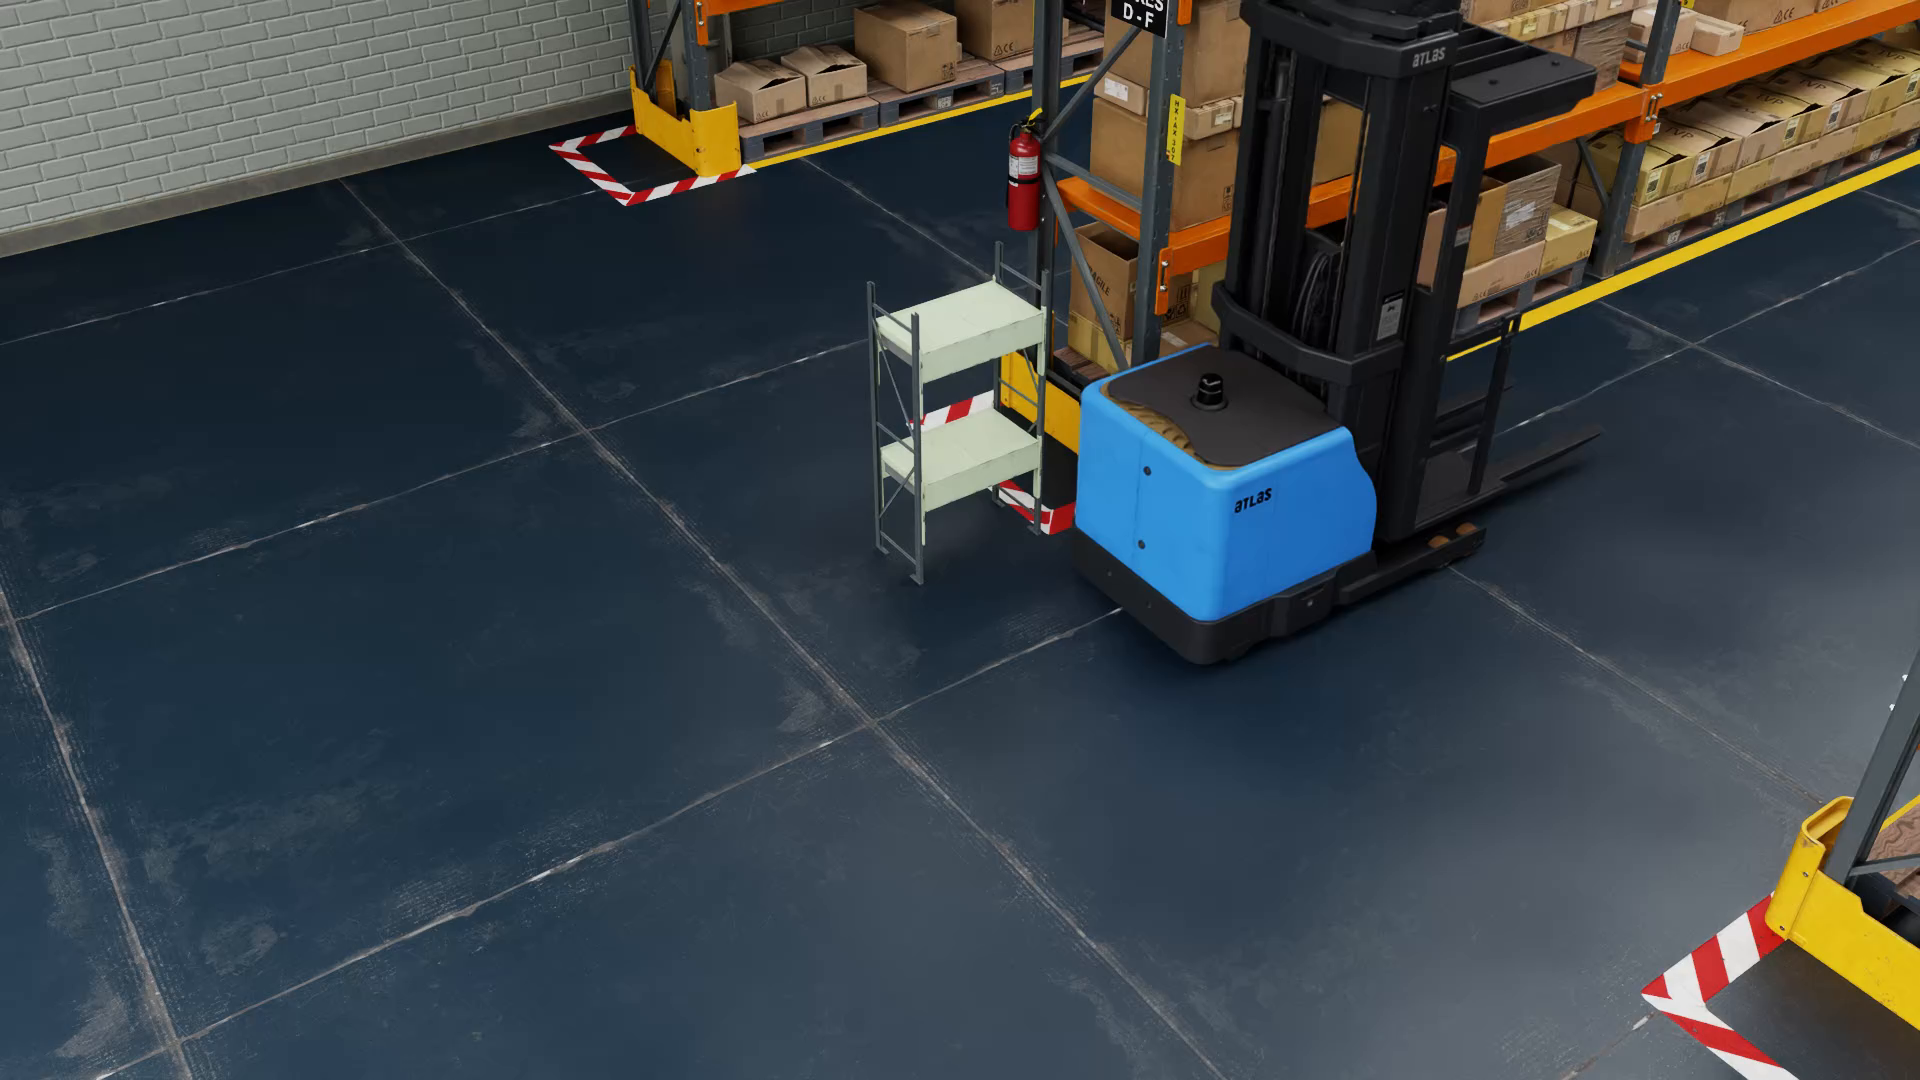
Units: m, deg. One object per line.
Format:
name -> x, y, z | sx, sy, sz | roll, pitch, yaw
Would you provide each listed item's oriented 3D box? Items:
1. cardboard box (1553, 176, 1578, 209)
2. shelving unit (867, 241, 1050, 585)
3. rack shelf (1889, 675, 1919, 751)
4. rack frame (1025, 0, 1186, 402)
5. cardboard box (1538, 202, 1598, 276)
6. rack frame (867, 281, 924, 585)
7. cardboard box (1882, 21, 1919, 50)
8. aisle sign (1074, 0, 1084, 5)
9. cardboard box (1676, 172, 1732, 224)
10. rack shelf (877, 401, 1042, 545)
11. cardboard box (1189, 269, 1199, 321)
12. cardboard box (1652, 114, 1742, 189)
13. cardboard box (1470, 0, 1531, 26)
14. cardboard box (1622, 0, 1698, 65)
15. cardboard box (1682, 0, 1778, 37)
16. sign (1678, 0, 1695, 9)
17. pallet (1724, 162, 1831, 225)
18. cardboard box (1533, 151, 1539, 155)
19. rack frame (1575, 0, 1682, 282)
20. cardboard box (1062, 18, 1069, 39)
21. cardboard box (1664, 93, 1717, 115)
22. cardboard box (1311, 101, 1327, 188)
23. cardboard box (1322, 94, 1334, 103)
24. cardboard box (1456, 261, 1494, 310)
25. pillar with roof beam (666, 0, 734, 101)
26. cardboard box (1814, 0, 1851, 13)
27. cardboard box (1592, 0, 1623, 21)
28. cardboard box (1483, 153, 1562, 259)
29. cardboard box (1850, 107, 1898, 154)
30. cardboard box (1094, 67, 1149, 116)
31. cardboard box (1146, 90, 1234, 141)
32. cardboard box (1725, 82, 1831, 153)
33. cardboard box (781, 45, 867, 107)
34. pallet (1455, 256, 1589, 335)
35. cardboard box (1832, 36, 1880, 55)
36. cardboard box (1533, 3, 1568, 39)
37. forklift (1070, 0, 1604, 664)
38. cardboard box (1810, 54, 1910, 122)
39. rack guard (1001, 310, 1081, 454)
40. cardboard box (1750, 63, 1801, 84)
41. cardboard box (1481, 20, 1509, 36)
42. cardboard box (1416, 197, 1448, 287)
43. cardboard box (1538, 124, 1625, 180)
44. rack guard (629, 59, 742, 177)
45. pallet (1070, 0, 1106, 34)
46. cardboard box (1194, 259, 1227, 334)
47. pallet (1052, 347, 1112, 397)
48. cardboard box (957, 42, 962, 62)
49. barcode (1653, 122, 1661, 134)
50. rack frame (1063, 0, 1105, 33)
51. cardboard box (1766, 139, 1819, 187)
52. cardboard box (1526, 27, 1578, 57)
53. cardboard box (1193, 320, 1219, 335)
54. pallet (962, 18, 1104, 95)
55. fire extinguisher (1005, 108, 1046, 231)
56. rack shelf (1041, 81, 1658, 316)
cardboard box -> 4.150, -2.508, 11.477 | 0.500, 0.250, 0.500 | -23, 42, -28
shelving unit -> -0.005, -0.607, 8.122 | 0.755, 1.500, 0.431 | -22, 41, -28
rack shelf -> 5.194, 0.154, 6.396 | 4.000, 0.370, 1.077 | -22, 41, -28
rack frame -> 0.709, -1.831, 8.540 | 0.127, 3.000, 1.000 | -22, 41, -28
cardboard box -> 3.725, -1.970, 10.729 | 0.500, 0.250, 0.500 | -22, 41, -28
rack frame -> -0.305, -0.484, 7.951 | 0.023, 1.500, 0.400 | -22, 41, -28
cardboard box -> 7.877, -4.112, 13.476 | 0.500, 0.500, 0.500 | -21, 41, -26
aisle sign -> 0.486, -3.004, 7.945 | 0.004, 0.787, 0.394 | -22, 41, -28
cardboard box -> 4.869, -2.419, 11.353 | 0.500, 0.250, 0.500 | -21, 41, -27
rack shelf -> -0.005, -0.342, 8.313 | 0.720, 0.370, 0.431 | -22, 41, -28
cardboard box -> 1.379, -1.380, 9.908 | 0.500, 0.250, 0.500 | -22, 41, -28
cardboard box -> 4.872, -2.644, 11.185 | 0.500, 0.311, 0.500 | -23, 42, -28
cardboard box -> 2.797, -3.252, 9.320 | 0.500, 0.500, 0.700 | -22, 41, -28
cardboard box -> 4.356, -3.302, 10.713 | 0.500, 0.250, 0.500 | -20, 40, -25
cardboard box -> 5.046, -3.644, 10.976 | 0.500, 0.500, 0.500 | -19, 40, -25
sign -> 4.299, -3.295, 9.767 | 0.005, 0.325, 0.100 | -22, 41, -28
pallet -> 5.556, -2.723, 12.169 | 1.213, 0.211, 1.003 | -22, 41, -28
cardboard box -> 3.419, -2.528, 10.862 | 0.500, 0.500, 0.500 | -22, 41, -28
rack frame -> 3.978, -3.176, 10.410 | 0.127, 3.000, 1.000 | -22, 41, -28
cardboard box -> 0.702, -4.373, 14.124 | 0.250, 0.166, 0.380 | -28, 44, -33
cardboard box -> 4.975, -3.076, 11.786 | 0.500, 0.311, 0.500 | -22, 41, -28
cardboard box -> 1.524, -2.201, 8.969 | 0.500, 0.500, 0.700 | -21, 41, -27
cardboard box -> 1.780, -2.421, 8.719 | 0.250, 0.149, 0.380 | -23, 42, -29
cardboard box -> 2.911, -1.631, 10.258 | 0.500, 0.250, 0.500 | -22, 41, -28
pillar with roof beam -> 0.406, -5.223, 8.118 | 0.400, 9.000, 9.100 | -22, 41, -28
cardboard box -> 5.886, -3.990, 11.456 | 0.500, 0.500, 0.500 | -25, 42, -30
cardboard box -> 3.676, -3.204, 9.808 | 0.250, 0.149, 0.380 | -23, 42, -29
cardboard box -> 3.310, -2.112, 10.284 | 0.500, 0.500, 0.500 | -22, 41, -28
cardboard box -> 6.539, -3.107, 12.310 | 0.500, 0.250, 0.500 | -23, 42, -28
cardboard box -> 0.911, -2.354, 8.626 | 0.250, 0.149, 0.380 | -23, 42, -29
cardboard box -> 1.154, -2.164, 8.362 | 0.250, 0.149, 0.380 | -23, 41, -28
cardboard box -> 5.716, -2.996, 11.675 | 0.500, 0.311, 0.500 | -21, 41, -27
cardboard box -> -1.065, -3.662, 13.012 | 0.500, 0.311, 0.500 | -19, 40, -24
pallet -> 3.304, -1.796, 10.880 | 1.213, 0.211, 1.003 | -22, 41, -28
cardboard box -> 6.651, -3.767, 12.747 | 0.500, 0.311, 0.500 | -21, 41, -26
cardboard box -> 3.249, -3.026, 9.560 | 0.250, 0.149, 0.380 | -22, 41, -28
forklift -> 2.057, -1.282, 7.836 | 3.031, 2.935, 1.130 | -21, 41, -27
cardboard box -> 6.541, -3.332, 12.142 | 0.500, 0.311, 0.500 | -23, 42, -29
rack guard -> 0.689, -0.808, 9.258 | 0.348, 0.500, 1.175 | -22, 41, -28
cardboard box -> 5.808, -3.416, 12.259 | 0.500, 0.311, 0.500 | -24, 42, -29
cardboard box -> 2.841, -2.860, 9.330 | 0.250, 0.149, 0.380 | -21, 41, -27
cardboard box -> 2.503, -1.767, 9.804 | 0.500, 0.500, 0.500 | -22, 41, -28
cardboard box -> 4.144, -2.731, 11.306 | 0.500, 0.311, 0.500 | -22, 41, -28
rack guard -> -2.086, -3.204, 12.590 | 0.348, 0.500, 1.175 | -22, 41, -28
pallet -> 1.757, -4.669, 14.875 | 1.213, 0.211, 1.003 | -22, 41, -28
cardboard box -> 1.683, -1.433, 9.339 | 0.500, 0.500, 0.500 | -22, 41, -28
pallet -> 1.310, -0.976, 9.739 | 1.213, 0.211, 1.003 | -22, 41, -28
cardboard box -> -0.197, -4.032, 13.665 | 0.250, 0.149, 0.380 | -26, 43, -31
barcode -> 4.427, -2.617, 10.574 | 0.075, 0.075, 0.001 | -22, 41, -28
rack frame -> 1.122, -5.539, 13.696 | 0.127, 3.000, 1.000 | -22, 41, -28
cardboard box -> 5.707, -2.765, 11.834 | 0.500, 0.250, 0.500 | -22, 41, -27
cardboard box -> 3.192, -2.884, 9.918 | 0.500, 0.500, 0.700 | -23, 42, -28
cardboard box -> 1.682, -1.129, 9.559 | 0.500, 0.250, 0.500 | -22, 41, -28
pallet -> 0.593, -4.164, 14.172 | 1.213, 0.211, 1.003 | -22, 41, -28
fire extinguisher -> 0.345, -1.981, 8.815 | 0.183, 0.674, 0.296 | -22, 41, -28
rack shelf -> 2.344, -2.211, 9.685 | 4.000, 0.370, 1.077 | -22, 41, -28
